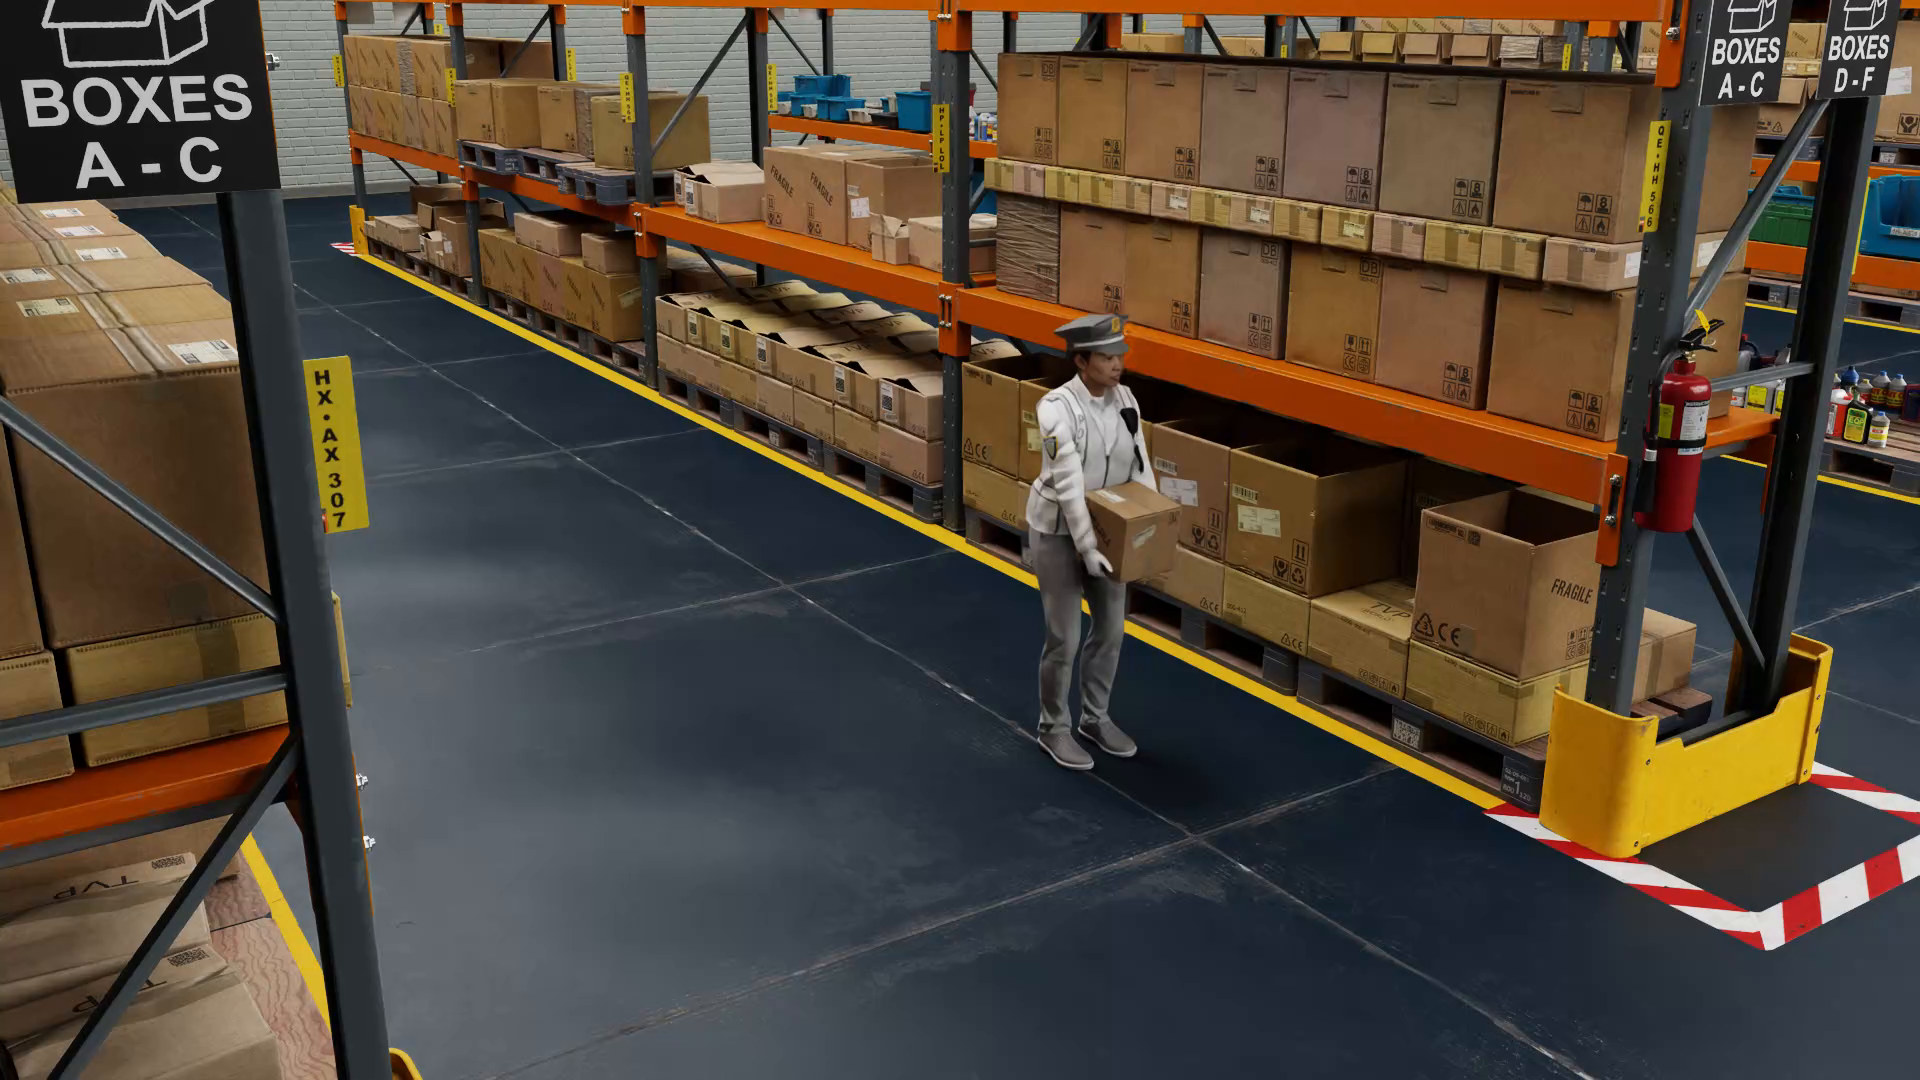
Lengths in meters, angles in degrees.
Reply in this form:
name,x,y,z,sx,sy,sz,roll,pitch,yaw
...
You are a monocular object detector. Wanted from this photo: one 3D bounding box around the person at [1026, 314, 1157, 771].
name,x,y,z,sx,sy,sz,roll,pitch,yaw
person,0.496,0.007,6.028,0.416,1.677,0.535,-12,22,-33
